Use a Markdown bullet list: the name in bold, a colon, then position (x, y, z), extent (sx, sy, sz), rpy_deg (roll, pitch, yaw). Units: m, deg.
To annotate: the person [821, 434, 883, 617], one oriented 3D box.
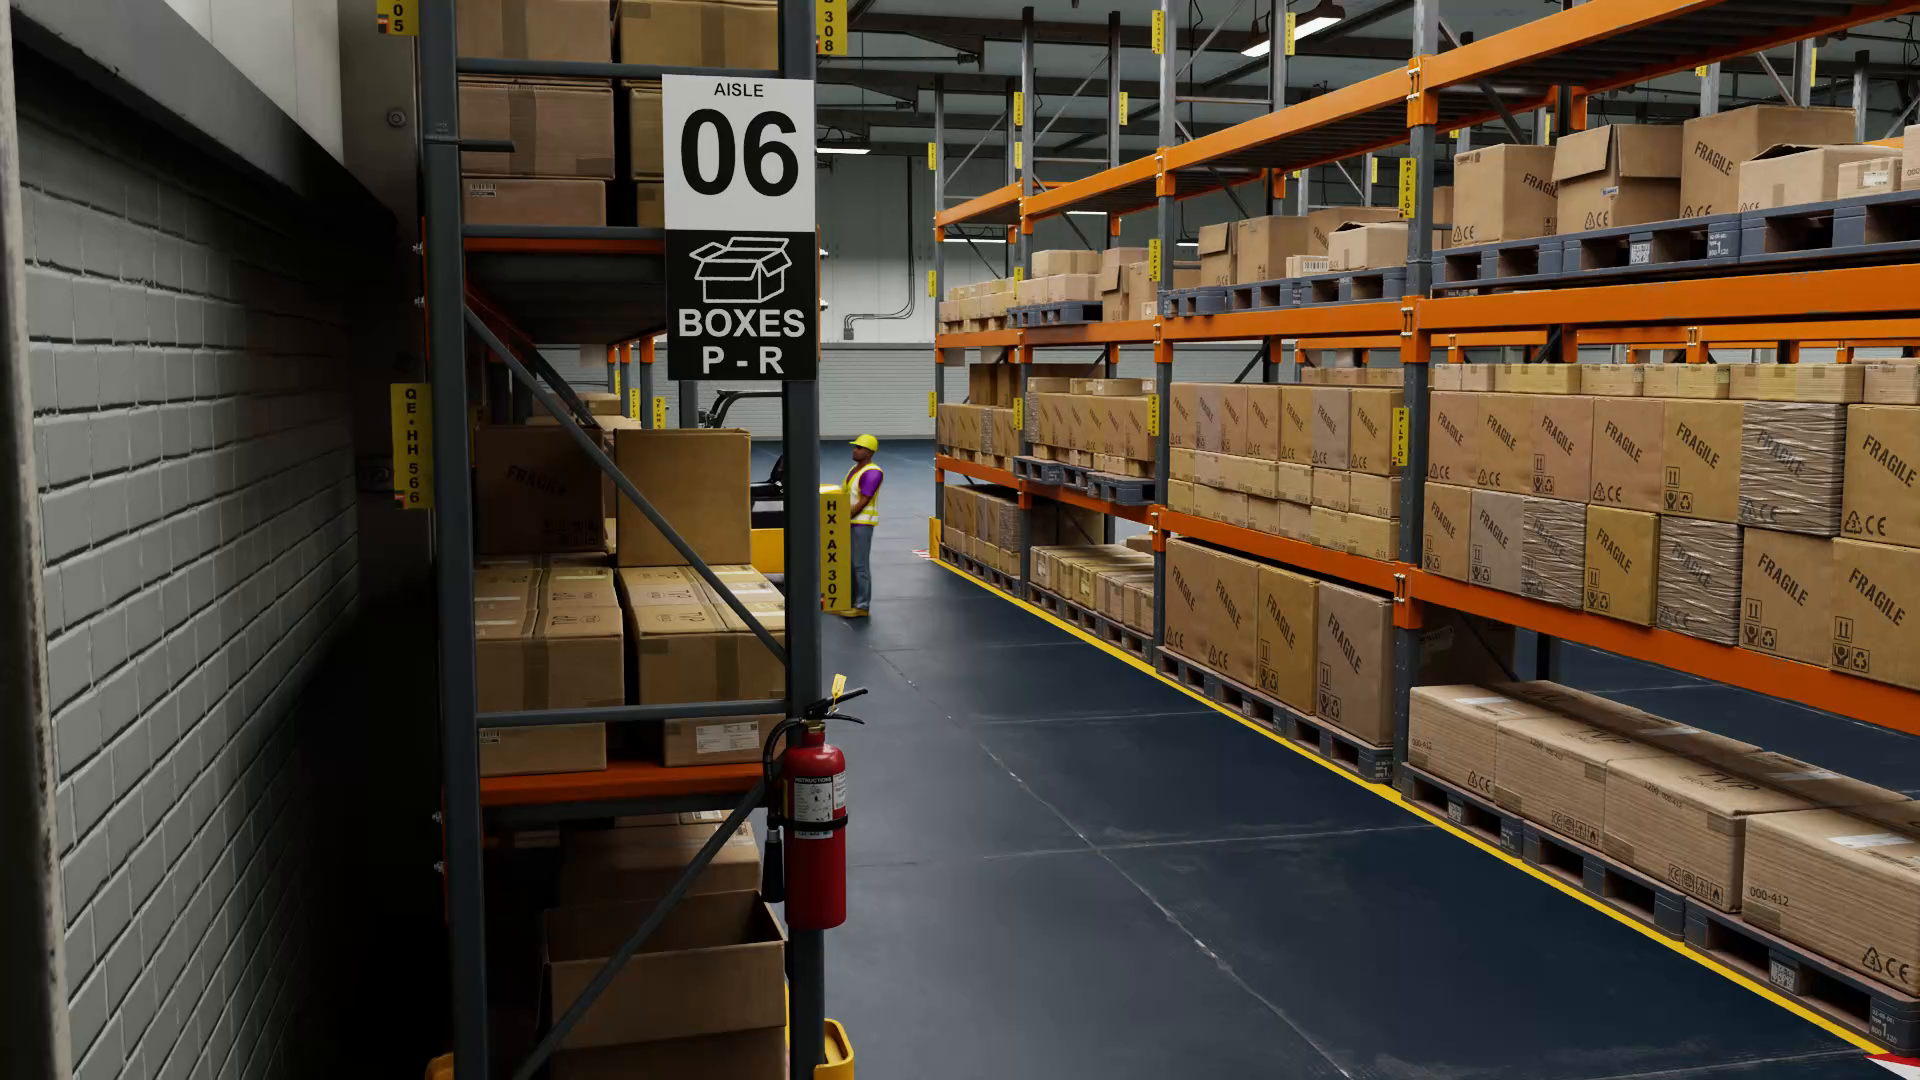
- **person**: position (-1.050, -0.138, 16.117), extent (0.538, 1.770, 0.573), rpy_deg (-3, 7, -27)
